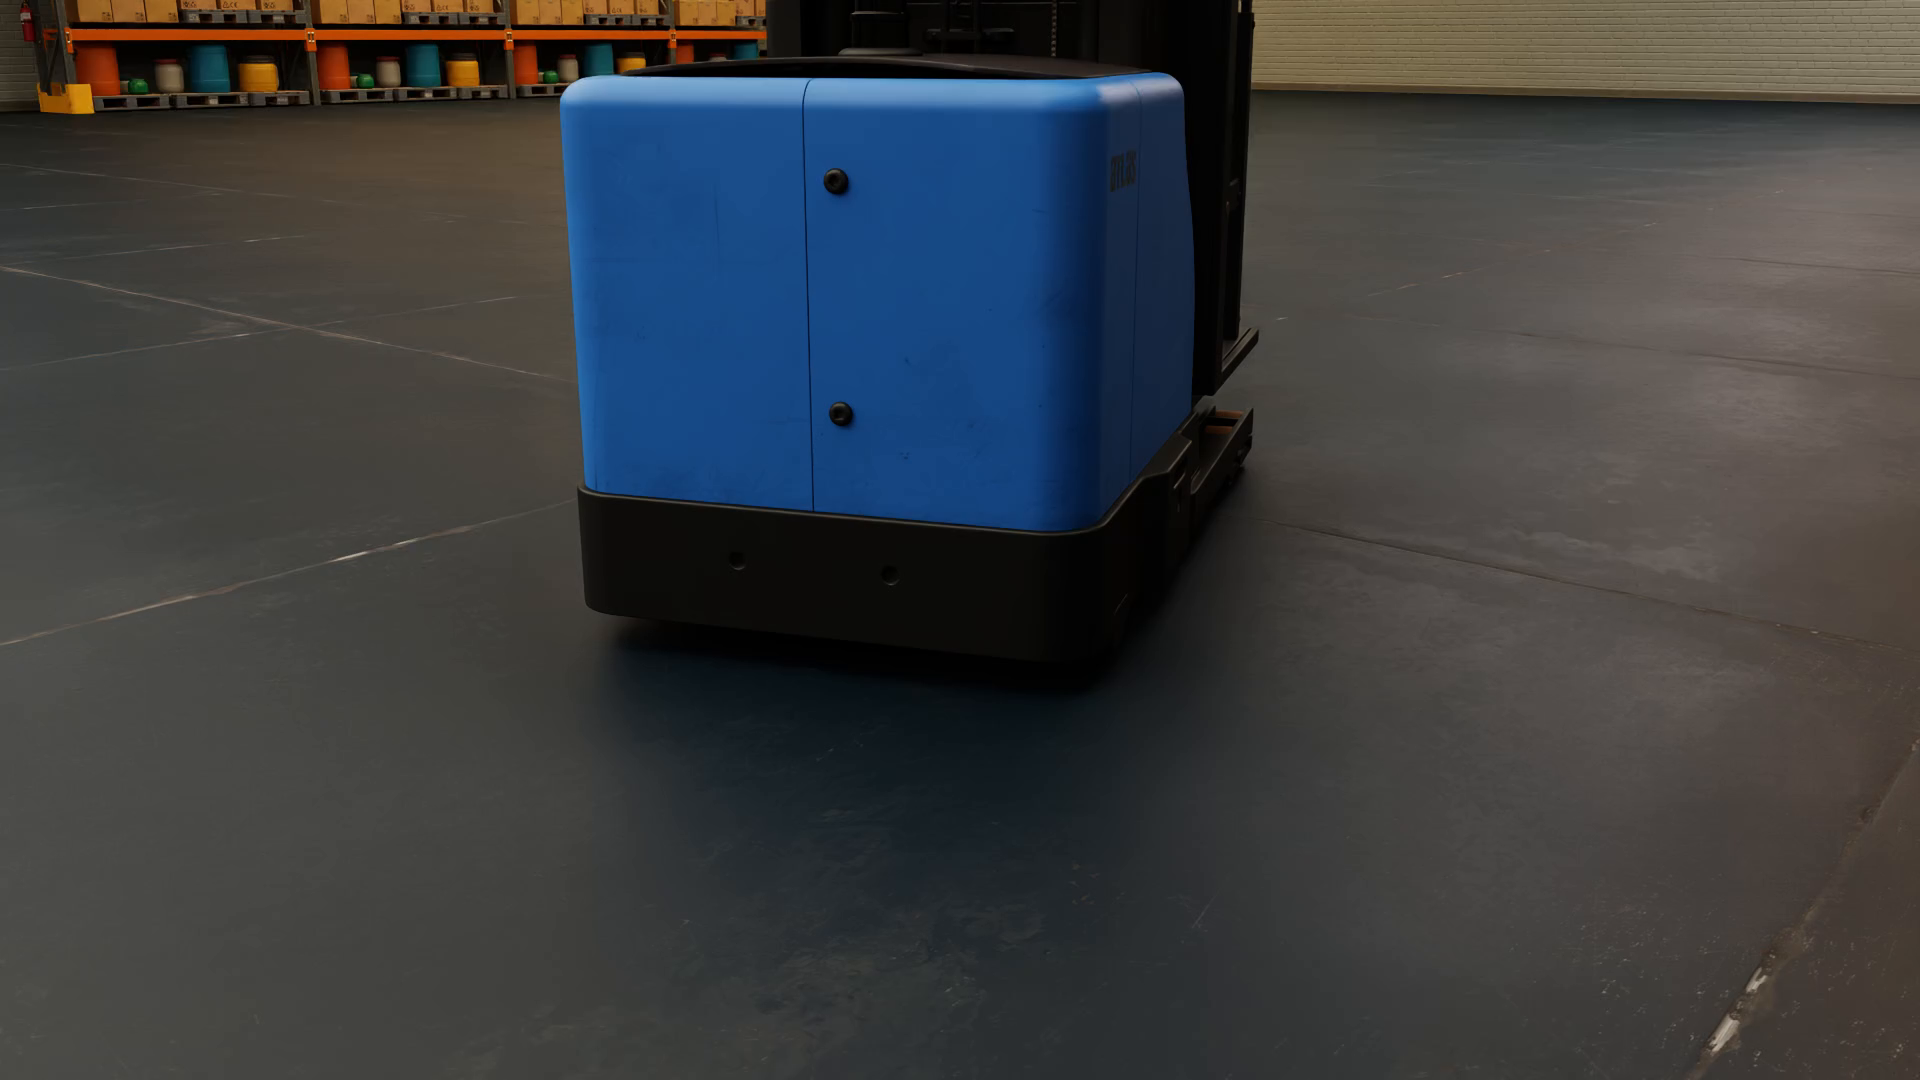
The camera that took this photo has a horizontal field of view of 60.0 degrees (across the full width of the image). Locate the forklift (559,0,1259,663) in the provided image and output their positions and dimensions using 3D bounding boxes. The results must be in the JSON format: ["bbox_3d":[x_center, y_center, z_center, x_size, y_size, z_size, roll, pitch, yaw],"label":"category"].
[{"bbox_3d":[0.182,-1.571,4.072,1.130,2.935,3.031,5,18,17],"label":"forklift"}]
